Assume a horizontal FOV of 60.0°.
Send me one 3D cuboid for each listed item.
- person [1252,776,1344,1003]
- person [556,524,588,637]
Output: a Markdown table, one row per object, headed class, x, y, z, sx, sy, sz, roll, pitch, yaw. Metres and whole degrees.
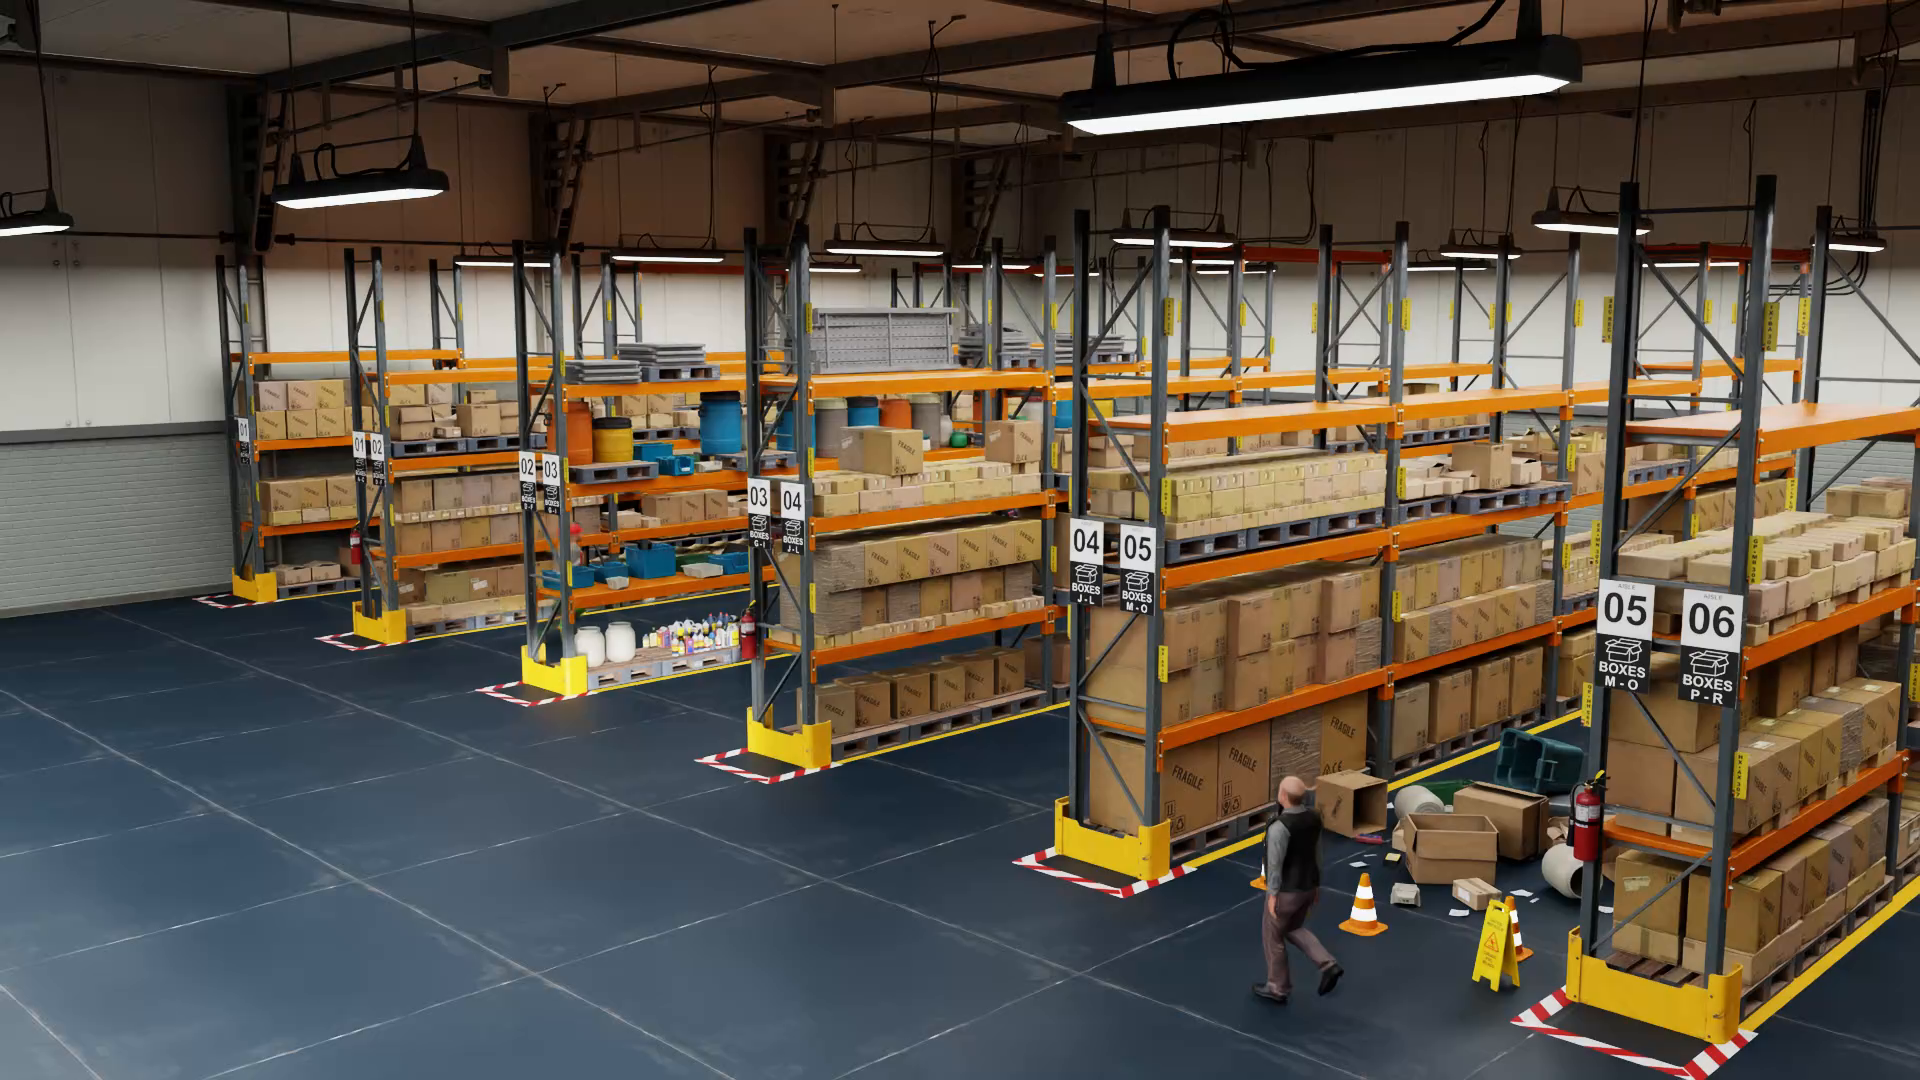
| class | x | y | z | sx | sy | sz | roll | pitch | yaw |
| --- | --- | --- | --- | --- | --- | --- | --- | --- | --- |
| person | 2.477 | 2.586 | 12.239 | 0.664 | 1.711 | 0.534 | 8 | 11 | 43 |
| person | -6.029 | 0.645 | 25.714 | 0.553 | 1.778 | 0.578 | -5 | 10 | -32 |
